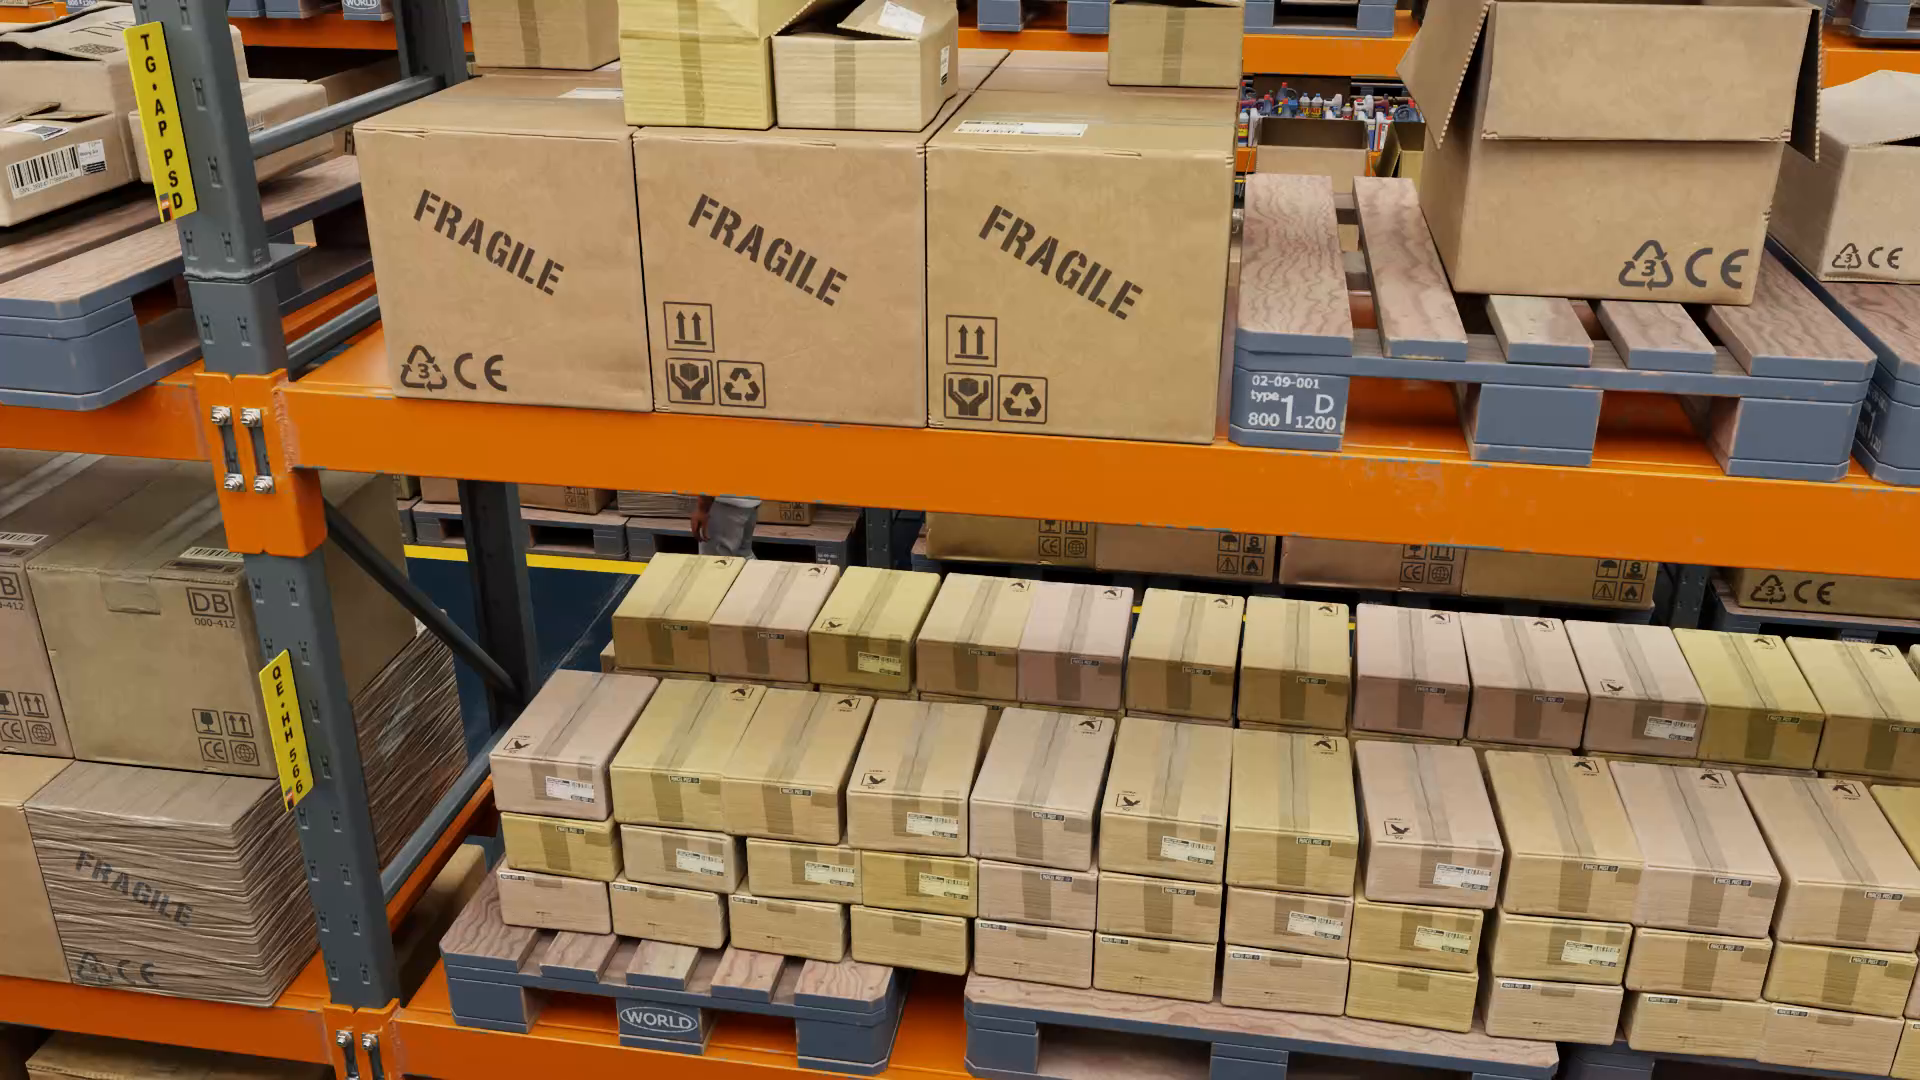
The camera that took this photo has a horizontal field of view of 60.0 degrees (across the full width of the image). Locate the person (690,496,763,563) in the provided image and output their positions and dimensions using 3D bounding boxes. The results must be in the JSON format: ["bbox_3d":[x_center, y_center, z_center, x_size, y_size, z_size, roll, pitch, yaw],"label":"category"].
[{"bbox_3d":[-1.082,-0.244,7.613,0.459,1.760,0.625,5,25,11],"label":"person"}]
